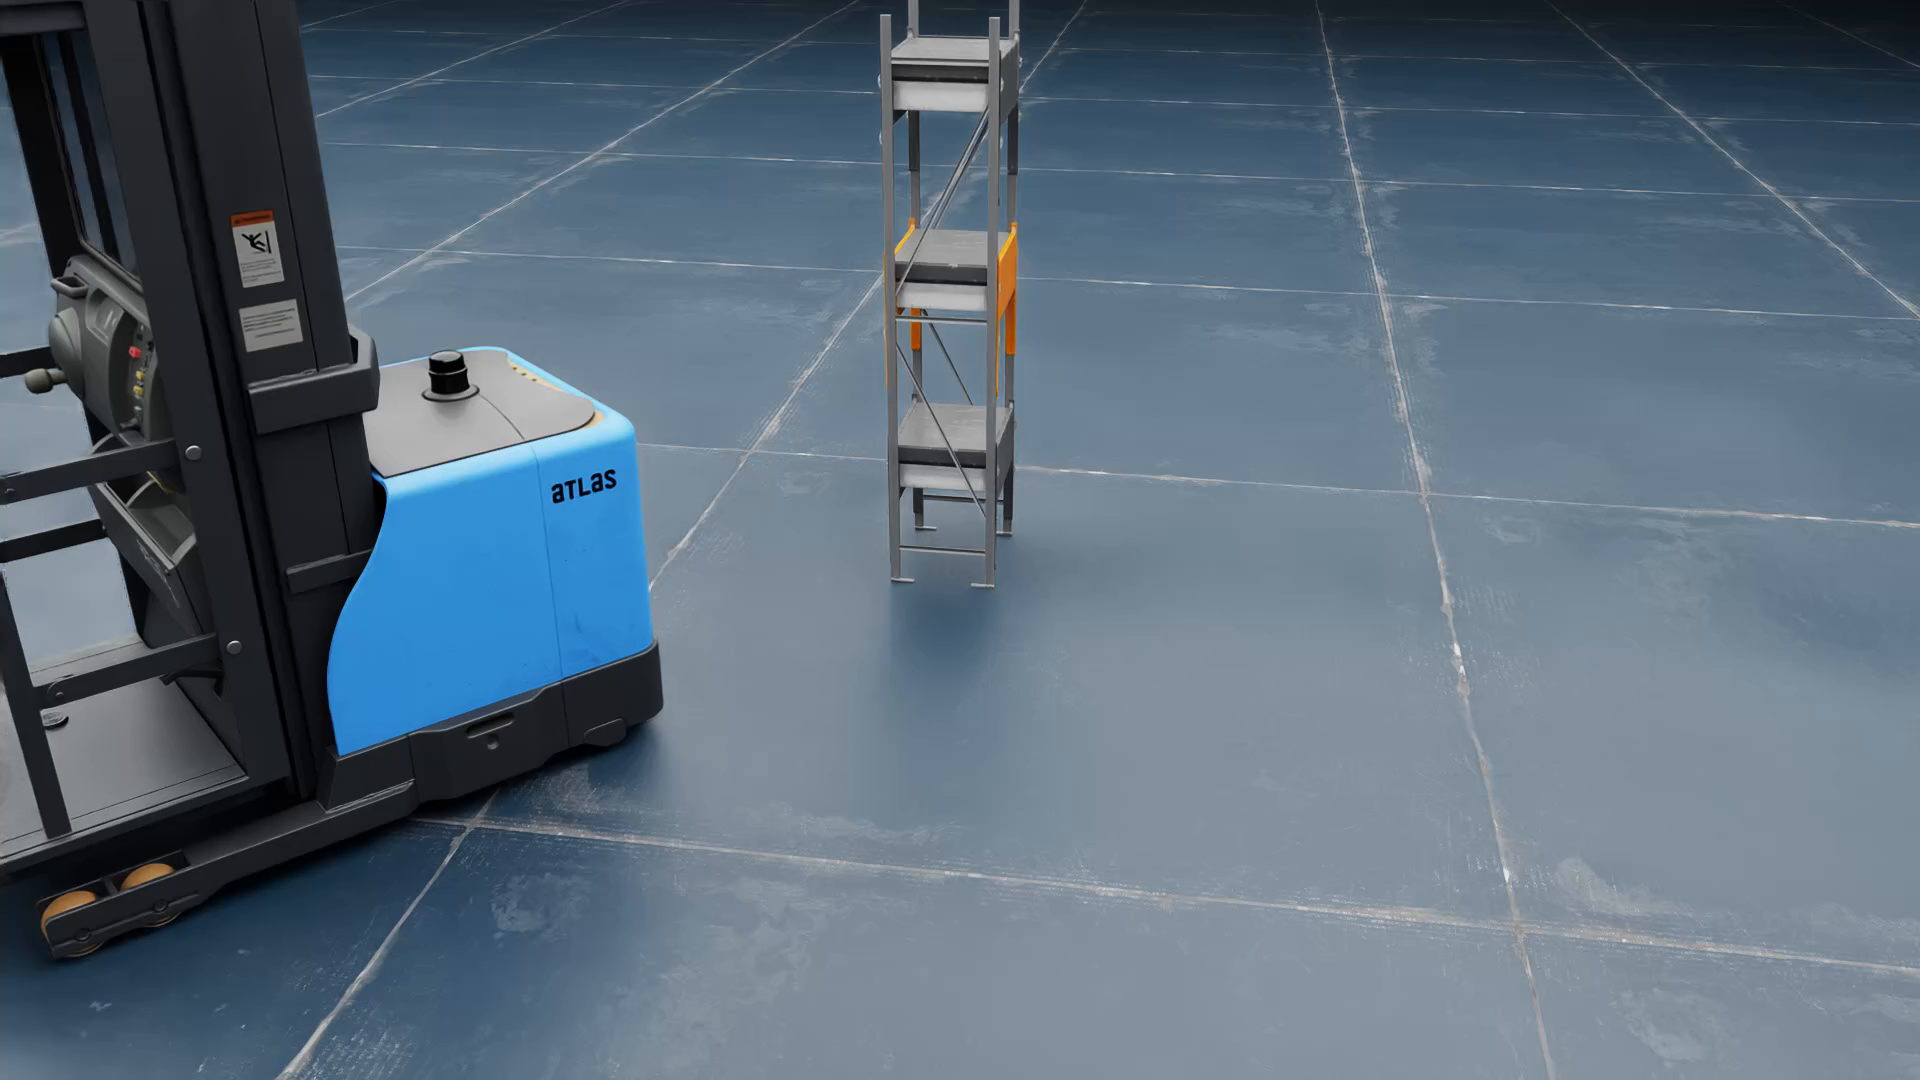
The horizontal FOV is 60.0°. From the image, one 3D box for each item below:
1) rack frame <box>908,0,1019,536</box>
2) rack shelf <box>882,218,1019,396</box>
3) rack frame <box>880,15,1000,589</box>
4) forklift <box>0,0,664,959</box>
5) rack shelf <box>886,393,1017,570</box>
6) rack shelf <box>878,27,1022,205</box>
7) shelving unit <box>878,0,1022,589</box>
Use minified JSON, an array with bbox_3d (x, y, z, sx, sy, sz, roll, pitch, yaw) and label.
[{"bbox_3d":[0.013,-0.984,6.375,0.400,2.100,0.015,4,25,9],"label":"rack frame"},{"bbox_3d":[-0.027,-0.869,6.163,0.431,0.518,0.480,4,25,9],"label":"rack shelf"},{"bbox_3d":[-0.067,-0.780,5.939,0.400,2.100,0.015,4,25,9],"label":"rack frame"},{"bbox_3d":[-2.430,-0.480,4.317,3.031,2.935,1.130,-19,31,-35],"label":"forklift"},{"bbox_3d":[-0.027,-0.235,6.459,0.431,0.518,0.480,4,25,9],"label":"rack shelf"},{"bbox_3d":[-0.027,-1.503,5.866,0.431,0.518,0.480,4,25,9],"label":"rack shelf"},{"bbox_3d":[-0.027,-0.882,6.157,0.431,2.100,0.503,4,25,9],"label":"shelving unit"}]
